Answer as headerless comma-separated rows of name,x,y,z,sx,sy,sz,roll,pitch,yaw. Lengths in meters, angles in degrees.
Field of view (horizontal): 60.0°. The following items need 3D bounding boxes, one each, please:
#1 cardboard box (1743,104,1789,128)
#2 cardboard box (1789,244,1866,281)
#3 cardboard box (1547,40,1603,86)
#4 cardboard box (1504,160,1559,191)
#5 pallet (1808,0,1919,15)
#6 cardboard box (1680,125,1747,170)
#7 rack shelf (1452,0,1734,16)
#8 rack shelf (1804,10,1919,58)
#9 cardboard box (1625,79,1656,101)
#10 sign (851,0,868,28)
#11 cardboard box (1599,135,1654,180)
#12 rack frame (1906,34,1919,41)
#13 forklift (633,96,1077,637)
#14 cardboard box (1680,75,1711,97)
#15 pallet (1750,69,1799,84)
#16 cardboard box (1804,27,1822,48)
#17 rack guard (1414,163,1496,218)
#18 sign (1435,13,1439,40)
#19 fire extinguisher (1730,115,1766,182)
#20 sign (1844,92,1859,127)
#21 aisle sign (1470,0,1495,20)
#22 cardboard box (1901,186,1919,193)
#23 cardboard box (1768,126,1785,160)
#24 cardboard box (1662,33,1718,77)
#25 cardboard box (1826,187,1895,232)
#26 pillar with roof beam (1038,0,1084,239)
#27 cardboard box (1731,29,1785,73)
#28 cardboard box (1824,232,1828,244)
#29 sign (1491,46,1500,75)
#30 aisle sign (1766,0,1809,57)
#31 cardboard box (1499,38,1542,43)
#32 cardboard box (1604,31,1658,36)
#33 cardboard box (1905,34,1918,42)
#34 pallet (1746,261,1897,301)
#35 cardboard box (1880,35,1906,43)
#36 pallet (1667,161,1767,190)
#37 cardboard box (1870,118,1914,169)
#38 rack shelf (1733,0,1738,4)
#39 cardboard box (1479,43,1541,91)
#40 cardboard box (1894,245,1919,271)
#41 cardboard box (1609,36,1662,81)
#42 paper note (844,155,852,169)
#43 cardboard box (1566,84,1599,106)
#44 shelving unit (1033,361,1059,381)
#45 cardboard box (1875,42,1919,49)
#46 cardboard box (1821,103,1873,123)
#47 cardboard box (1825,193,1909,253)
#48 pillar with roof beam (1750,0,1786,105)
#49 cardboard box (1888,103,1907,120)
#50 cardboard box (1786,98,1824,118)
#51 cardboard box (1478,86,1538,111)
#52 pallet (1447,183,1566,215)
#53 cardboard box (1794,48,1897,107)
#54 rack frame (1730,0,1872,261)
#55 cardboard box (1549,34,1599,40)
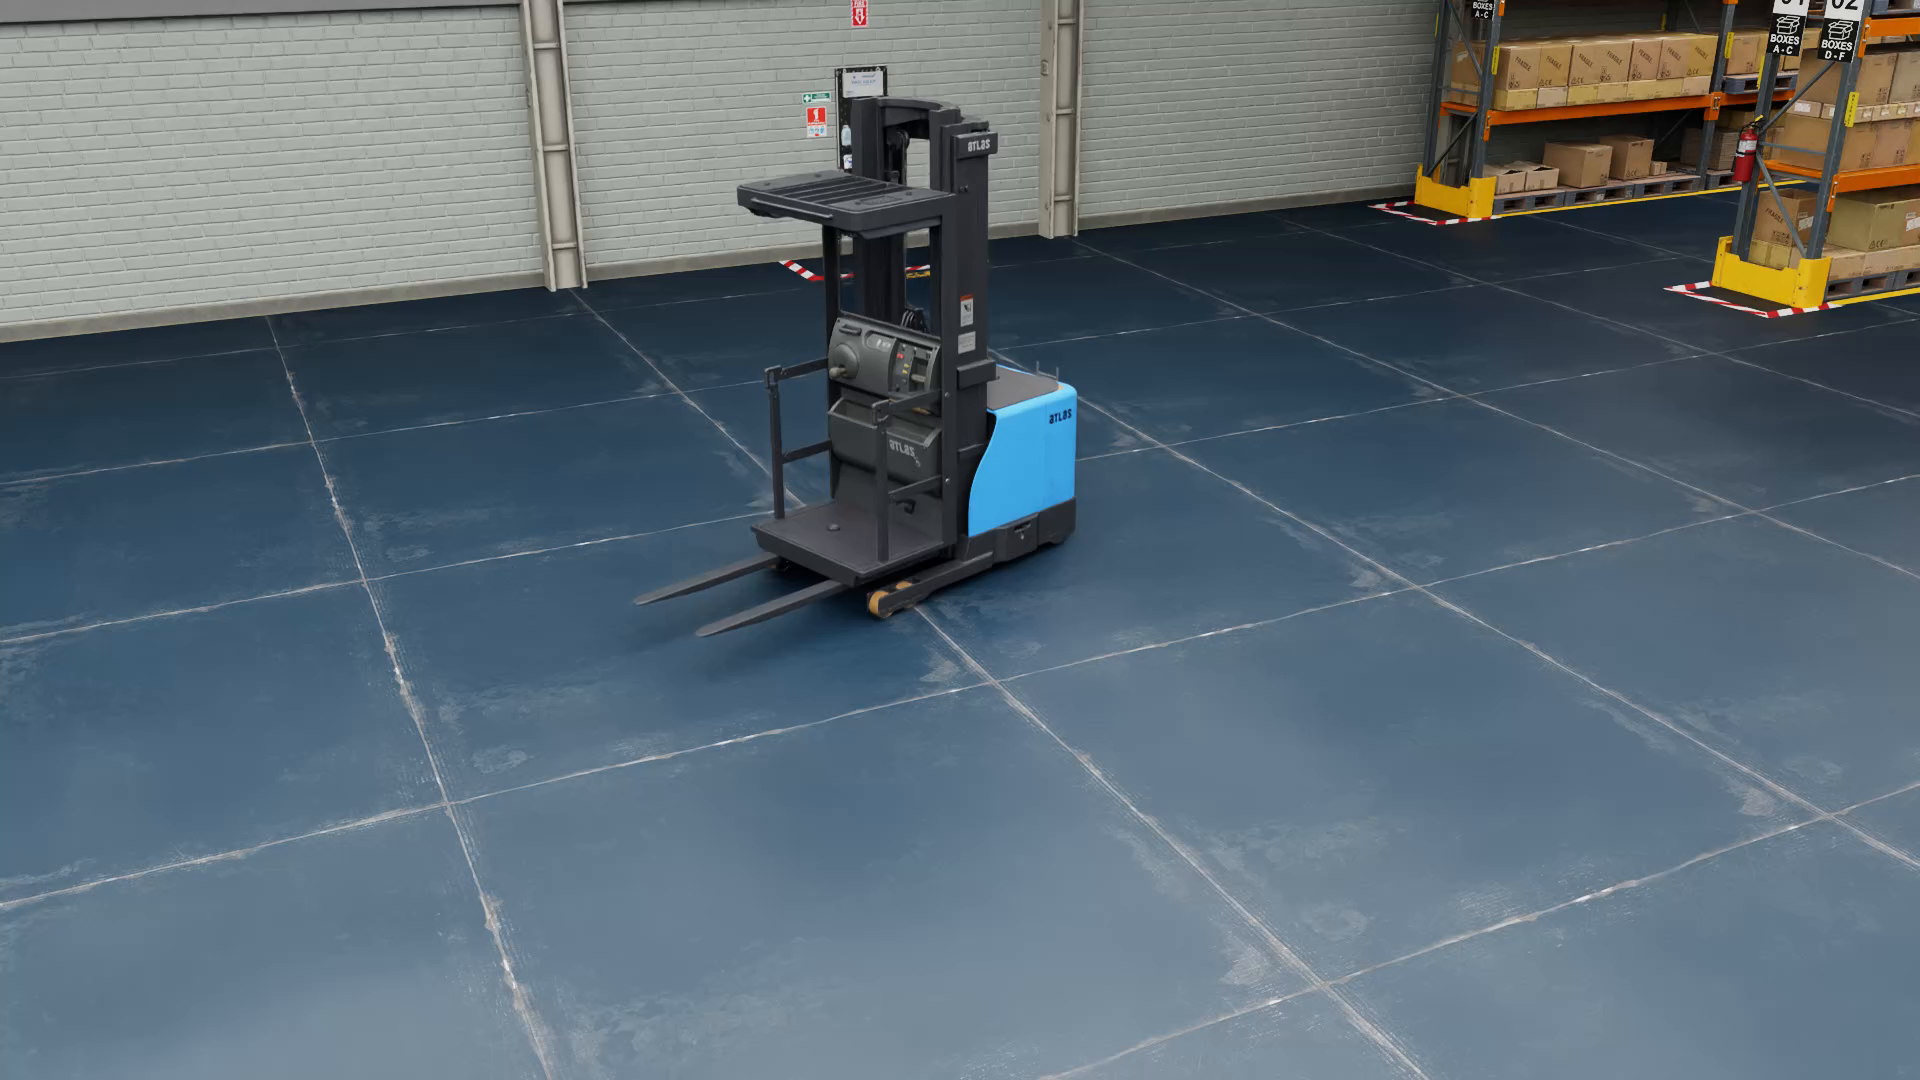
cardboard box,11.461,-6.026,23.598,0.500,0.250,0.500,-11,25,-25
cardboard box,9.070,-2.907,17.398,0.500,0.250,0.500,-10,25,-24
cardboard box,7.817,-6.102,21.259,0.500,0.500,0.500,-11,25,-25
cardboard box,7.514,-4.817,21.906,0.500,0.311,0.500,-8,24,-19
pallet,9.138,-5.425,16.627,1.213,0.211,1.003,-10,25,-24
cardboard box,10.599,-5.518,23.351,0.500,0.500,0.700,-10,24,-22
rack shelf,8.140,-7.063,21.410,4.000,0.370,1.077,-10,25,-24
rack shelf,10.292,-5.357,17.288,4.000,0.370,1.077,-10,25,-24
cardboard box,8.748,-5.930,21.823,0.500,0.250,0.500,-11,25,-24
sign,-1.106,-5.804,18.319,0.199,0.298,0.001,-10,25,-24
cardboard box,9.025,-5.204,22.593,0.500,0.500,0.500,-12,26,-28
rack frame,13.547,-7.005,24.251,0.127,3.000,1.000,-10,25,-24
forklift,-0.620,-1.102,10.079,3.031,2.935,1.130,-21,30,-41
cardboard box,9.647,-6.098,22.231,0.500,0.250,0.500,-10,25,-23
pallet,11.781,-6.574,23.460,1.213,0.211,1.003,-10,25,-24
cardboard box,12.015,-6.959,23.433,0.500,0.500,0.700,-10,25,-24
rack guard,6.407,-4.536,21.554,0.348,0.500,1.175,-10,25,-24
sign,6.116,-6.554,21.233,0.005,0.325,0.100,-10,25,-24
fire extinguisher,8.182,-4.076,17.276,0.183,0.674,0.296,-10,25,-24
sign,8.725,-4.216,16.277,0.005,0.325,0.100,-10,25,-24
aisle sign,6.404,-6.764,20.269,0.004,0.787,0.394,-10,25,-24
cardboard box,10.423,-3.502,17.853,0.500,0.500,0.500,-10,25,-24
cardboard box,11.520,-5.691,23.770,0.500,0.500,0.700,-10,25,-23
cardboard box,9.651,-6.443,22.082,0.500,0.500,0.500,-10,25,-24
cardboard box,9.739,-3.604,18.100,0.500,0.500,0.500,-10,25,-24
pillar with roof beam,3.055,-6.385,14.910,0.400,9.000,9.100,-10,25,-24
cardboard box,10.923,-6.754,22.938,0.500,0.500,0.700,-8,24,-18
cardboard box,9.291,-3.173,18.039,0.500,0.250,0.500,-10,25,-24
sign,6.574,-5.891,20.428,0.005,0.325,0.100,-10,25,-24
aisle sign,8.304,-5.263,16.643,0.004,0.787,0.394,-10,25,-24
cardboard box,7.129,-6.196,21.486,0.500,0.500,0.500,-10,25,-23
cardboard box,8.961,-6.537,22.311,0.500,0.500,0.500,-11,25,-24
cardboard box,14.095,-7.190,24.153,0.500,0.500,0.500,-10,24,-22
pallet,9.161,-2.824,17.797,1.213,0.211,1.003,-10,25,-24
cardboard box,13.128,-7.173,23.951,0.500,0.500,0.700,-14,26,-30
pallet,10.643,-5.183,23.494,1.213,0.211,1.003,-10,25,-24
cardboard box,9.387,-4.179,17.294,0.500,0.500,0.700,-10,24,-22
rack shelf,11.745,-7.727,23.013,4.000,0.370,1.077,-10,25,-24
cardboard box,6.899,-5.940,20.868,0.500,0.500,0.500,-10,25,-24
cardboard box,9.969,-3.074,17.801,0.500,0.250,0.500,-10,25,-24
cardboard box,8.745,-6.278,21.685,0.500,0.500,0.500,-11,25,-25
paper note,-1.245,-4.288,18.838,0.142,0.148,0.016,-10,25,-24
cardboard box,7.839,-5.763,21.420,0.500,0.250,0.500,-11,25,-24
shelving unit,0.514,-0.688,11.540,0.252,1.050,0.215,-21,30,-41
cardboard box,9.889,-4.872,17.271,0.500,0.500,0.700,-10,25,-23
cardboard box,8.937,-4.308,16.757,0.250,0.149,0.380,-11,25,-24
cardboard box,9.520,-3.337,17.456,0.500,0.500,0.500,-10,25,-24
pillar with roof beam,13.867,-8.376,19.719,0.400,9.000,9.100,-10,25,-24
cardboard box,9.399,-4.394,16.964,0.250,0.149,0.380,-10,25,-23
cardboard box,8.752,-4.446,17.091,0.250,0.149,0.380,-11,25,-25
cardboard box,6.916,-5.589,21.001,0.500,0.250,0.500,-11,25,-25
pallet,7.154,-4.525,21.905,1.213,0.211,1.003,-10,25,-24
cardboard box,8.964,-4.699,16.853,0.500,0.500,0.700,-10,25,-23
rack frame,8.490,-3.971,16.922,0.127,3.000,1.000,-10,25,-24
cardboard box,8.046,-6.367,21.898,0.500,0.500,0.500,-10,25,-23
